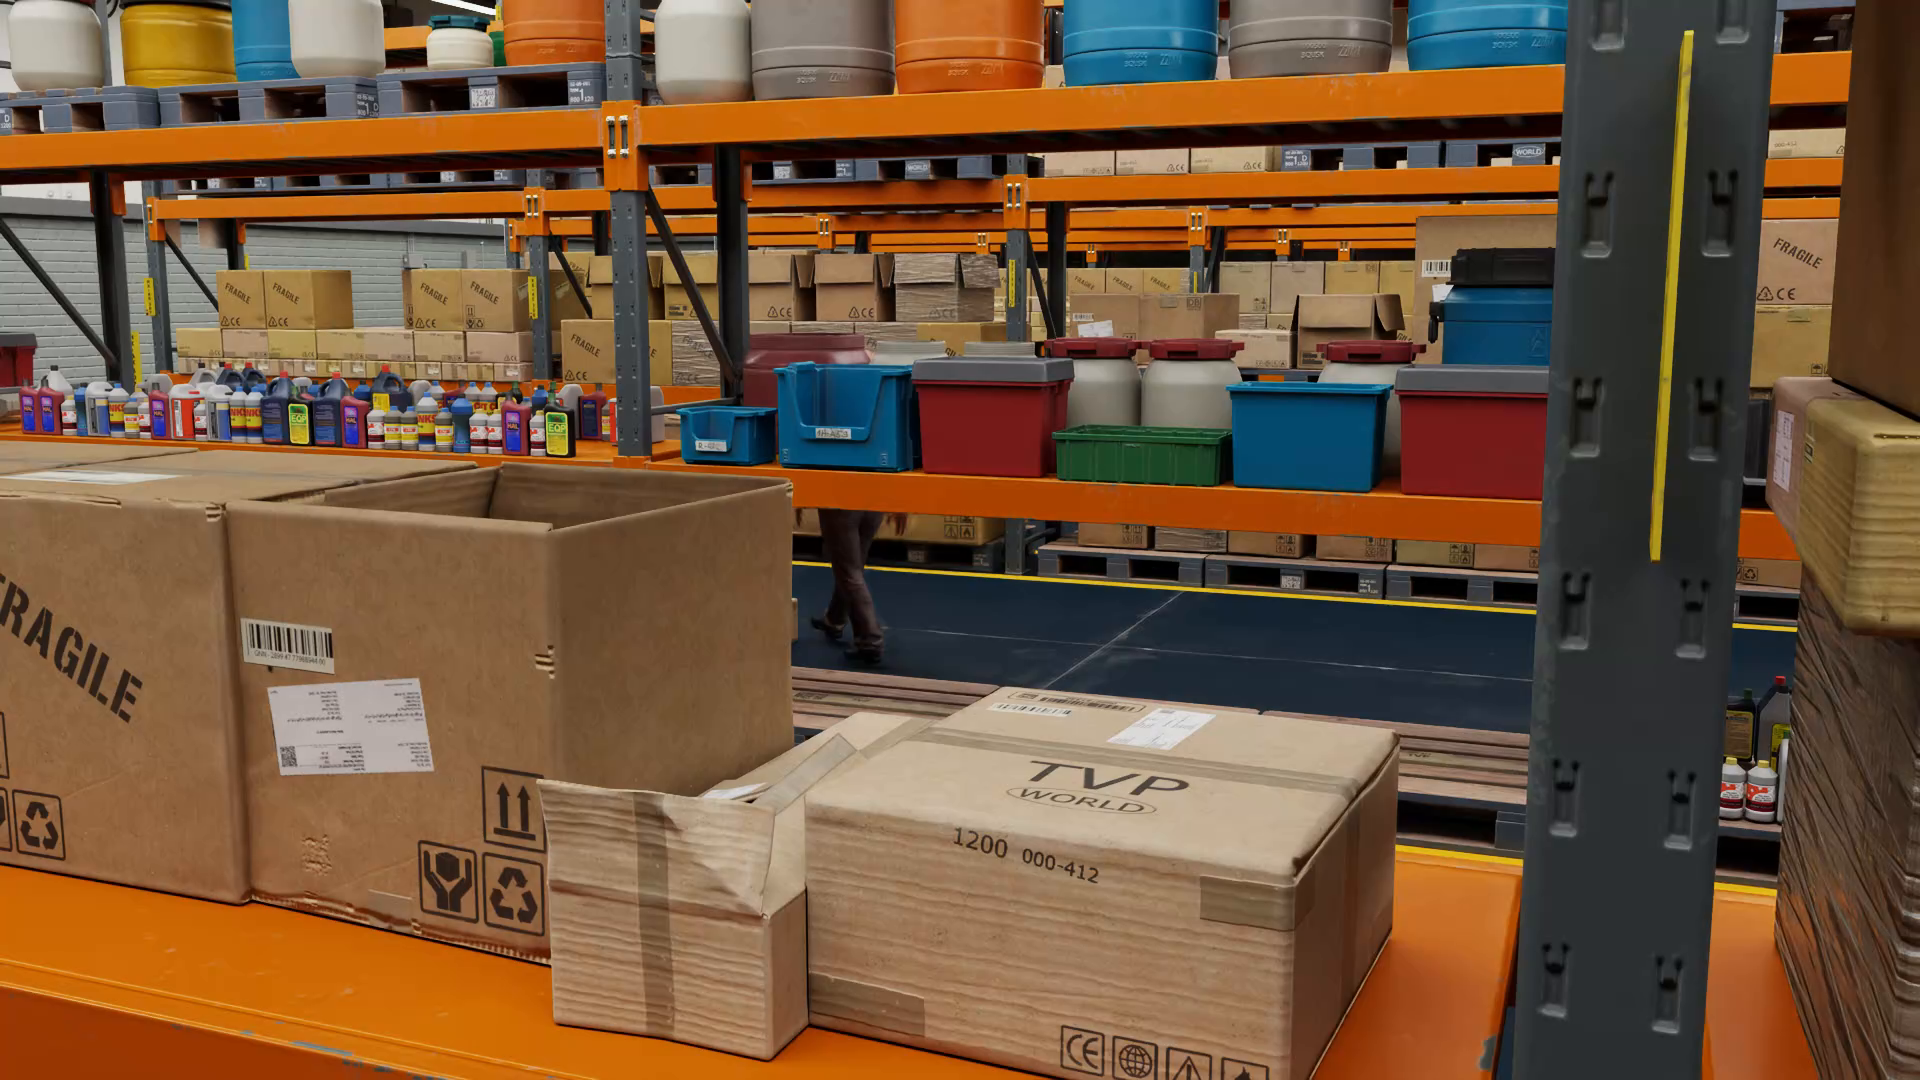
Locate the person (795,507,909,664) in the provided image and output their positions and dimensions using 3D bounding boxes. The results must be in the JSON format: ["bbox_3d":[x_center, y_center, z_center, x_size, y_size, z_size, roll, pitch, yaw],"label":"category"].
[{"bbox_3d":[-0.680,-0.209,9.297,0.566,1.671,0.967,-7,11,-40],"label":"person"}]
